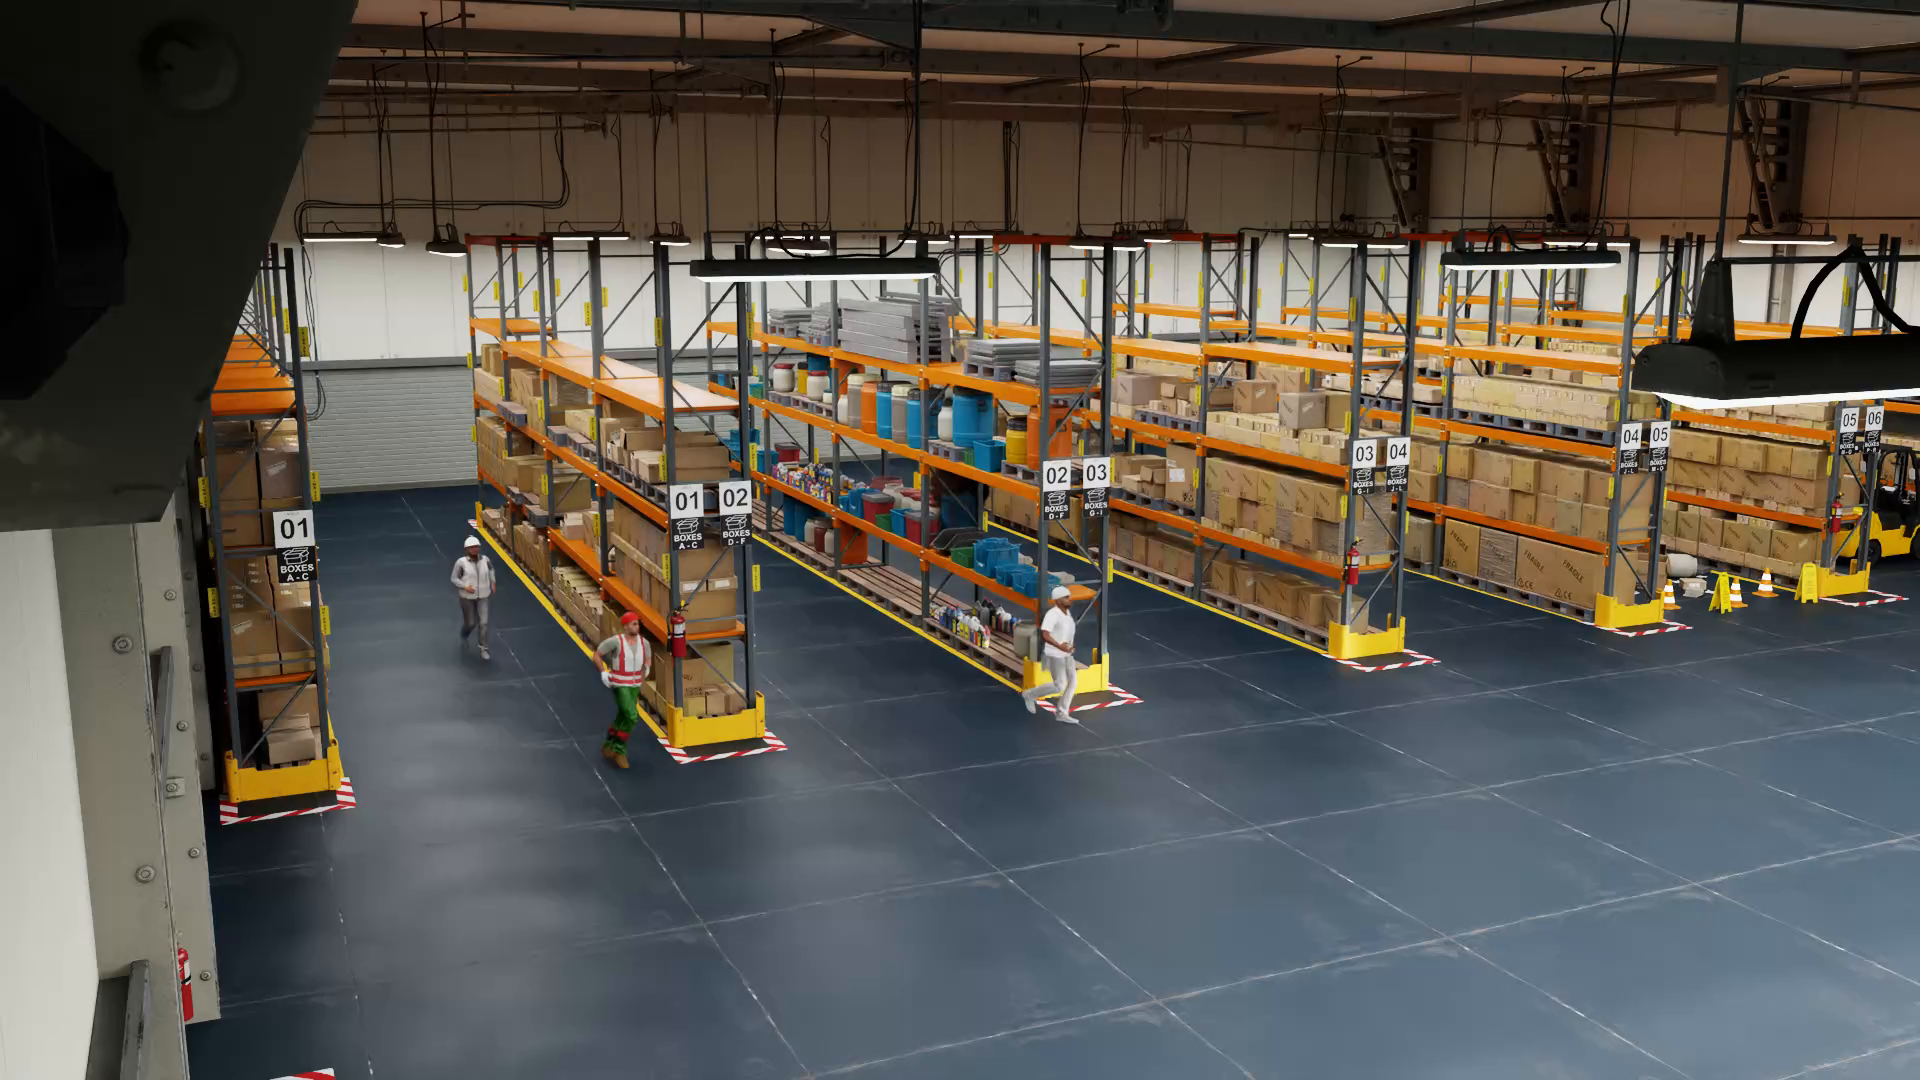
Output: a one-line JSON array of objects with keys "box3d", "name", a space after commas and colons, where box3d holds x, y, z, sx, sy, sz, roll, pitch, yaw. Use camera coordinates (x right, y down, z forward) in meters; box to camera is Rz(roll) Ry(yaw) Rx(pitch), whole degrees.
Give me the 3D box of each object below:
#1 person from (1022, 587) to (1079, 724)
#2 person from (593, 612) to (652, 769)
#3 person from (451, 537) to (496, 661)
[{"box3d": [1.213, 1.444, 21.190, 0.750, 1.732, 0.722, 5, 12, 25], "name": "person"}, {"box3d": [-3.911, 1.740, 19.583, 0.696, 1.811, 0.654, 8, 14, 36], "name": "person"}, {"box3d": [-7.080, 0.823, 24.273, 0.683, 1.783, 0.816, -7, 13, -33], "name": "person"}]
